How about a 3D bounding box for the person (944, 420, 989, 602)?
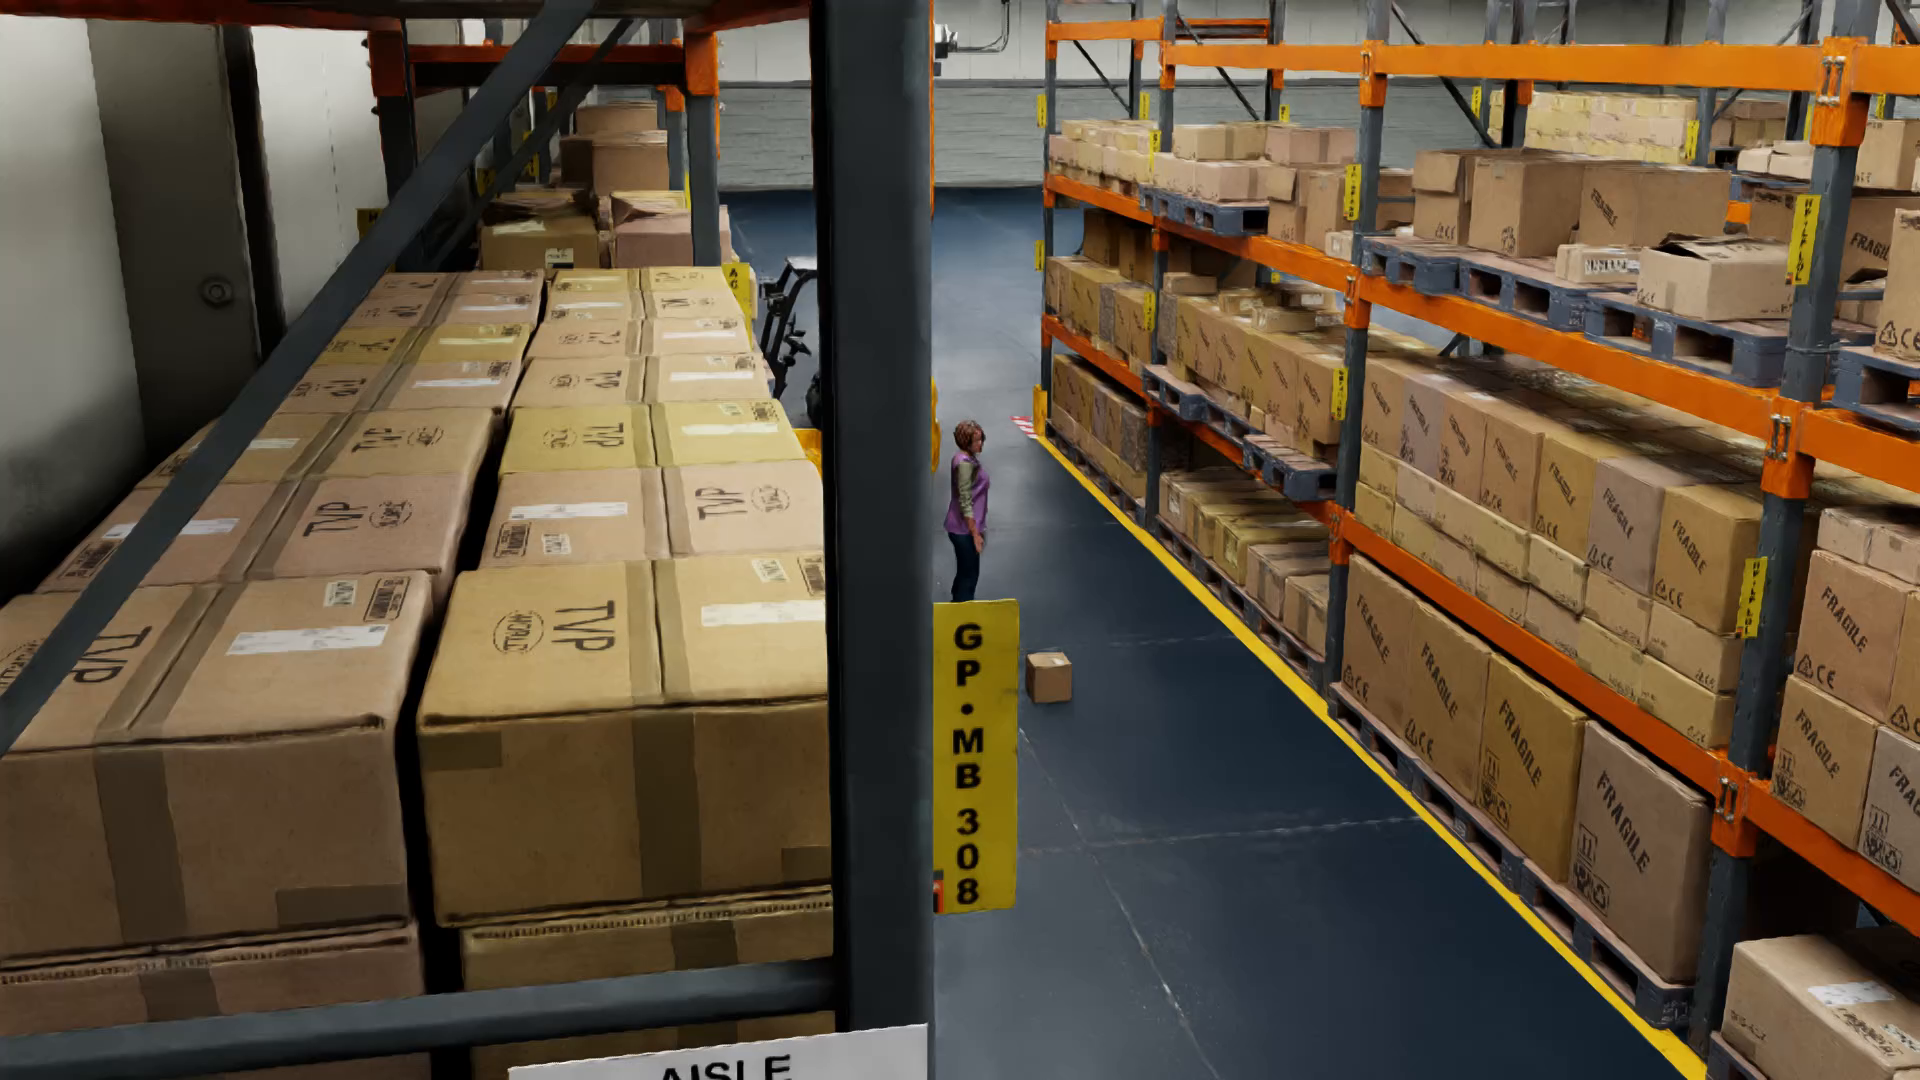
[{"bbox_3d":[0.071,-0.049,11.689,0.363,1.632,0.460,0,17,0],"label":"person"}]
